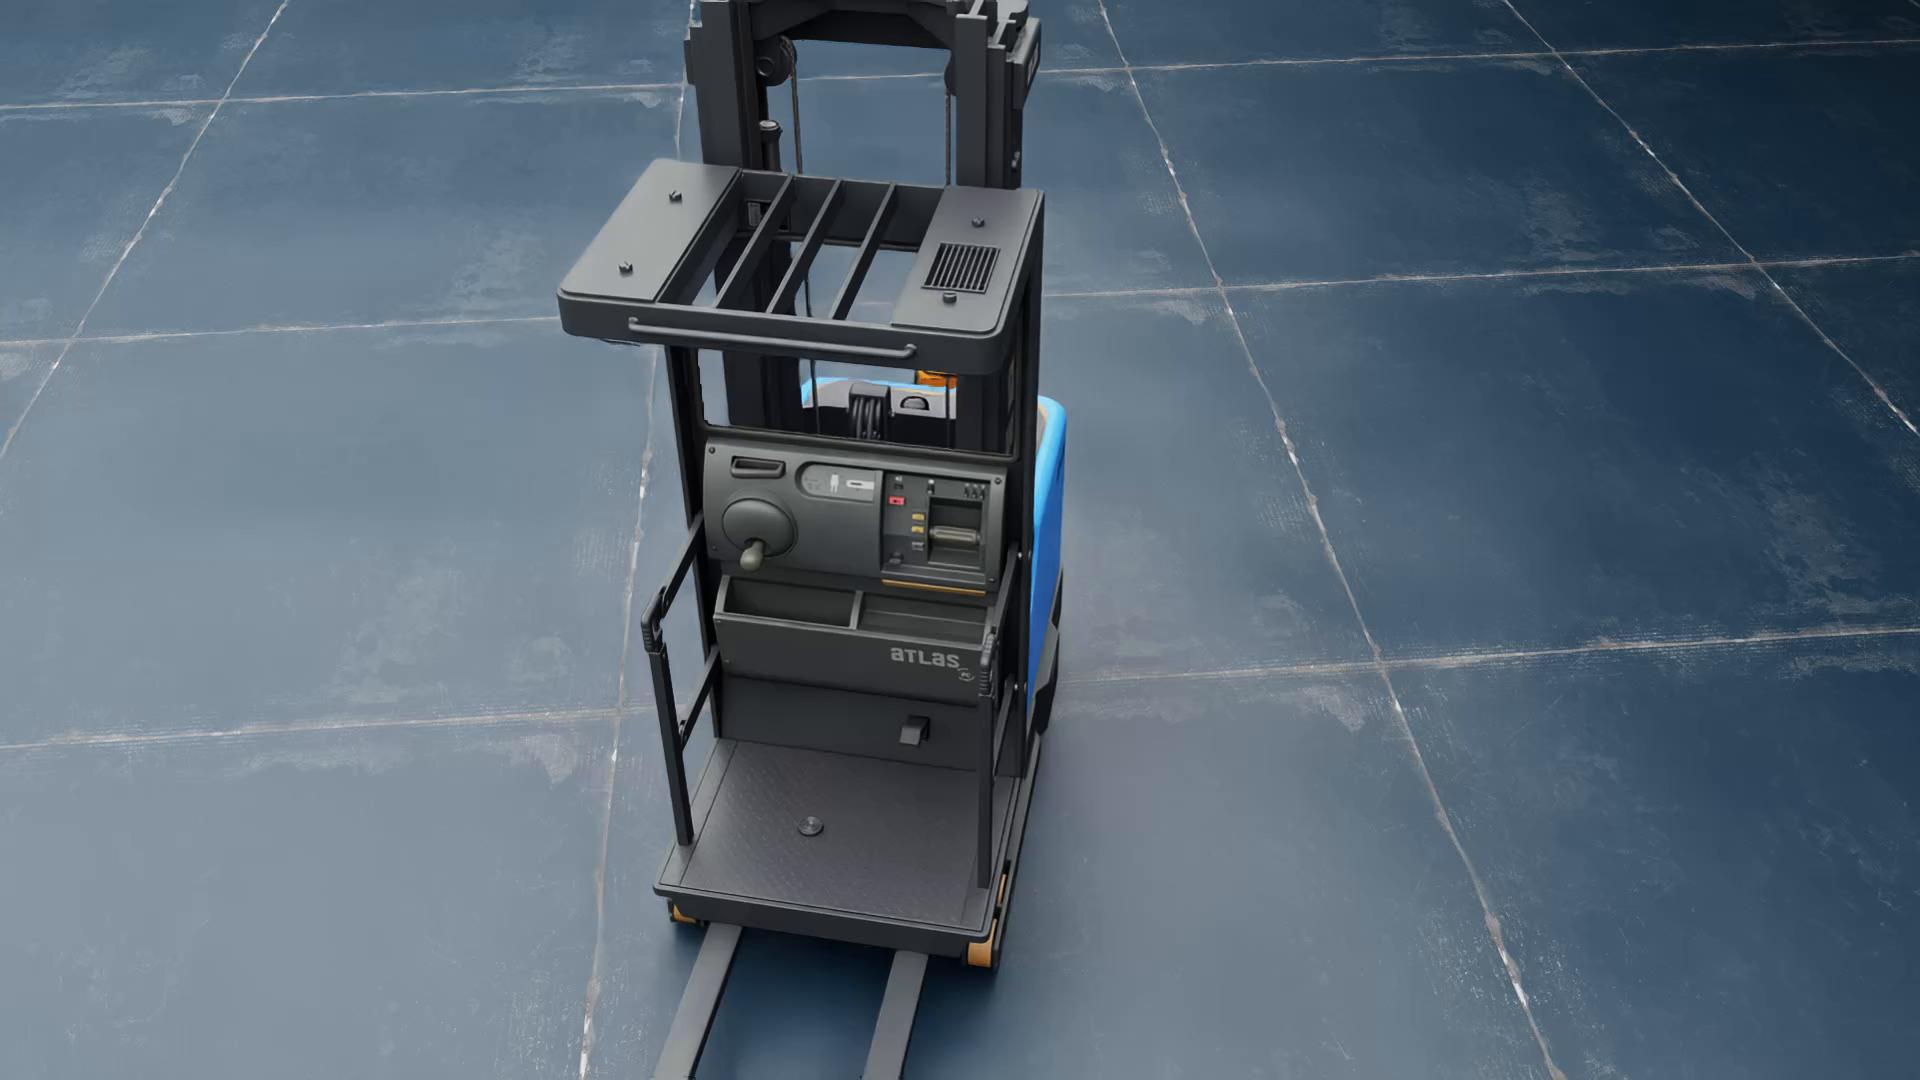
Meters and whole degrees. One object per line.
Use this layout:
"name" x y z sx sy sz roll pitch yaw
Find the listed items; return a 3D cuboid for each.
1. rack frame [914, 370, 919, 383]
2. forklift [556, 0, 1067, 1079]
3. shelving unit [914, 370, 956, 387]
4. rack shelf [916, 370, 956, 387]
"rack frame" -0.175 -0.403 6.913 0.008 1.050 0.200 -3 38 -4
"forklift" -0.362 0.003 4.880 1.130 2.935 3.031 6 39 8
"shelving unit" -0.053 -0.409 6.921 0.252 1.050 0.215 -3 38 -4
"rack shelf" -0.053 -0.624 6.752 0.240 0.259 0.215 -3 38 -4
